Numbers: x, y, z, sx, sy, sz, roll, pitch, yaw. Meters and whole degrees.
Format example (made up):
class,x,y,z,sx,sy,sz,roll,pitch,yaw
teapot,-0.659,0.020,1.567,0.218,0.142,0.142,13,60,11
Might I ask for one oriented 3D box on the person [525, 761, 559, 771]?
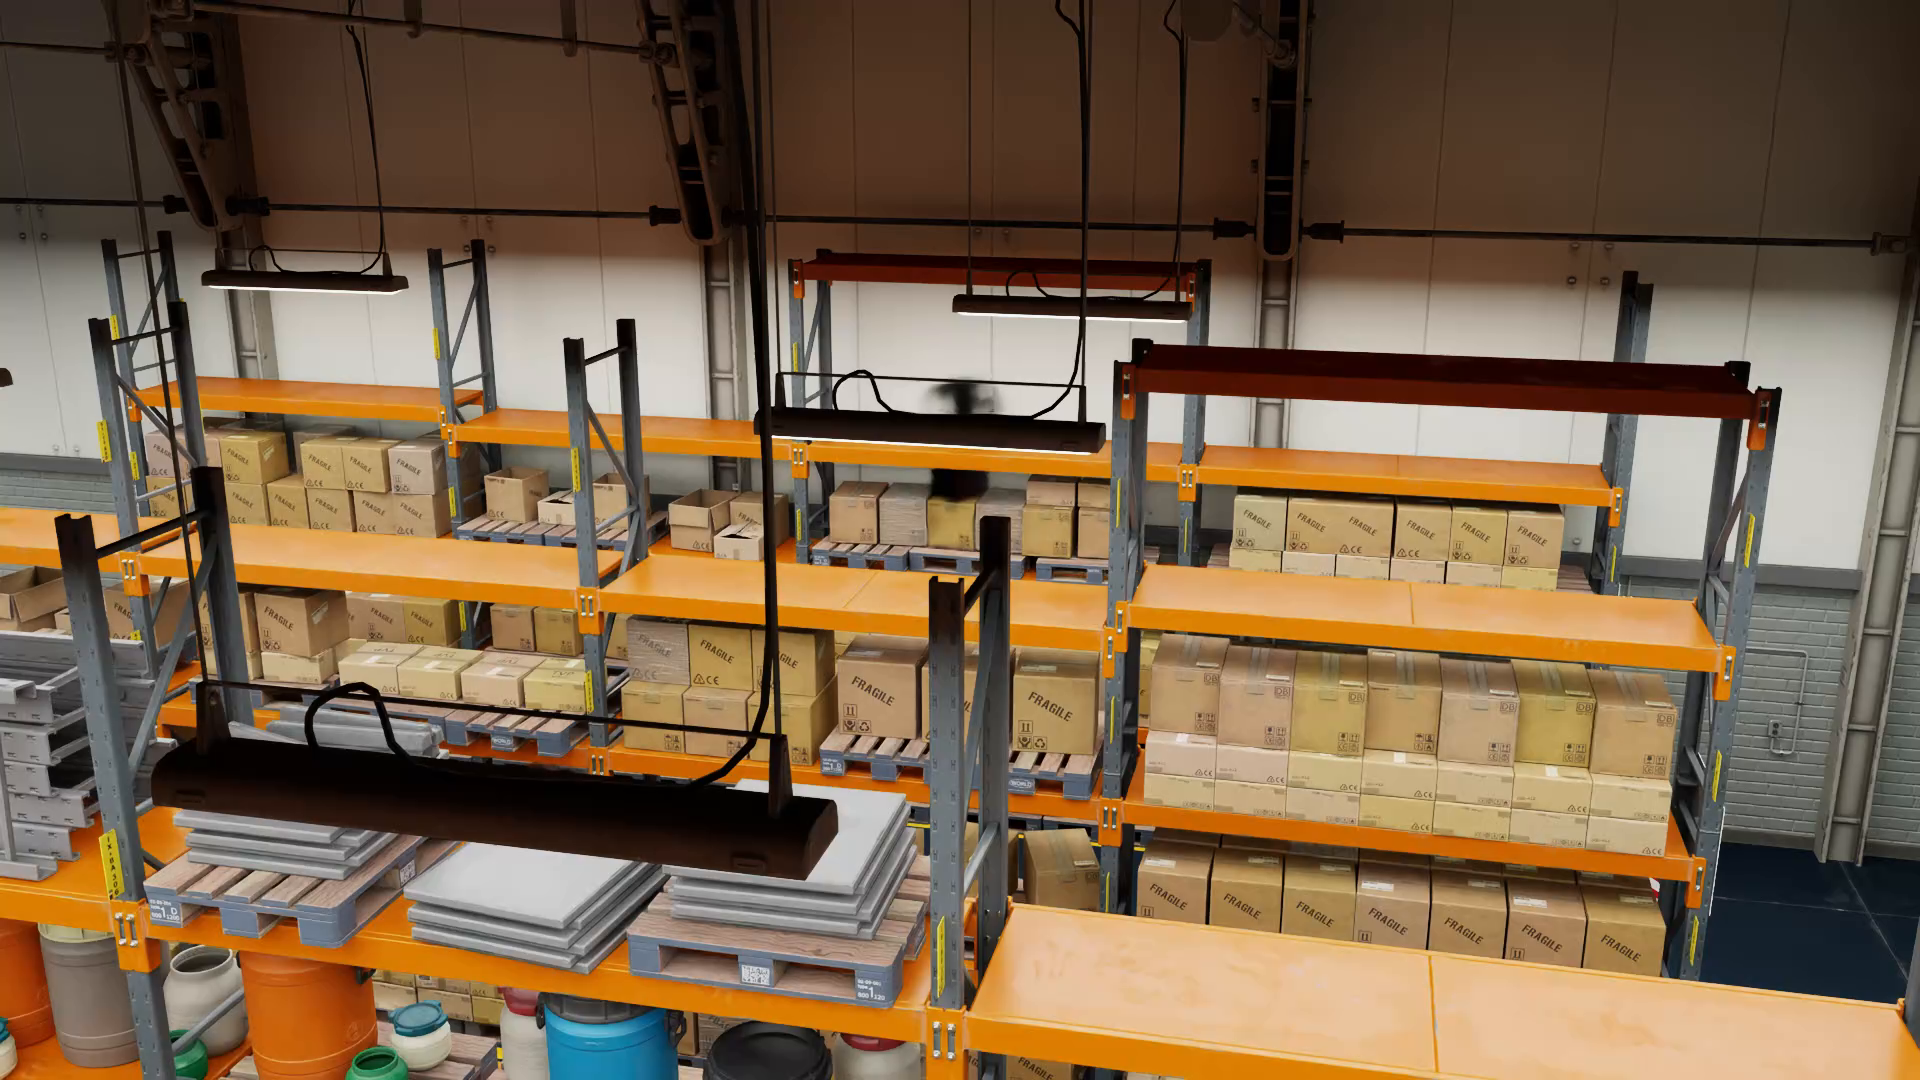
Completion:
class,x,y,z,sx,sy,sz,roll,pitch,yaw
person,-3.939,2.761,15.973,0.795,1.716,0.744,-7,18,-24
